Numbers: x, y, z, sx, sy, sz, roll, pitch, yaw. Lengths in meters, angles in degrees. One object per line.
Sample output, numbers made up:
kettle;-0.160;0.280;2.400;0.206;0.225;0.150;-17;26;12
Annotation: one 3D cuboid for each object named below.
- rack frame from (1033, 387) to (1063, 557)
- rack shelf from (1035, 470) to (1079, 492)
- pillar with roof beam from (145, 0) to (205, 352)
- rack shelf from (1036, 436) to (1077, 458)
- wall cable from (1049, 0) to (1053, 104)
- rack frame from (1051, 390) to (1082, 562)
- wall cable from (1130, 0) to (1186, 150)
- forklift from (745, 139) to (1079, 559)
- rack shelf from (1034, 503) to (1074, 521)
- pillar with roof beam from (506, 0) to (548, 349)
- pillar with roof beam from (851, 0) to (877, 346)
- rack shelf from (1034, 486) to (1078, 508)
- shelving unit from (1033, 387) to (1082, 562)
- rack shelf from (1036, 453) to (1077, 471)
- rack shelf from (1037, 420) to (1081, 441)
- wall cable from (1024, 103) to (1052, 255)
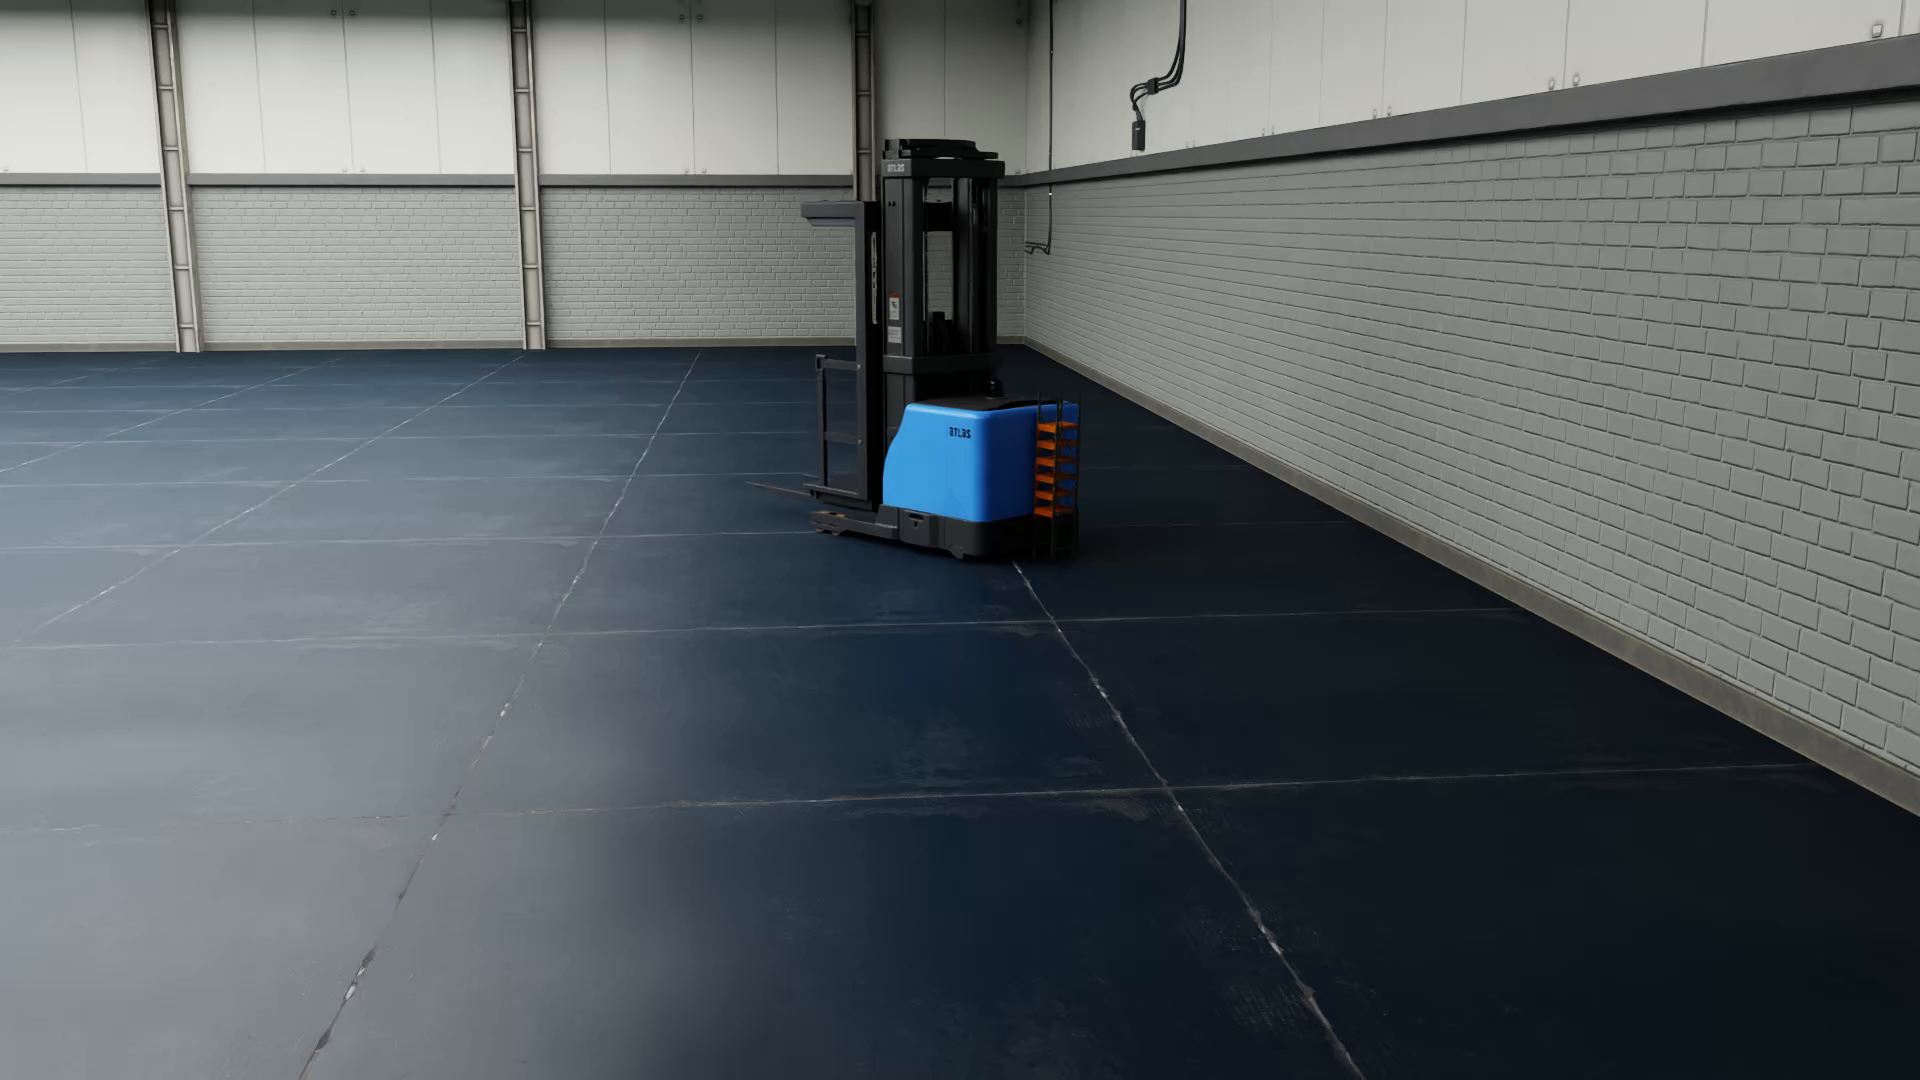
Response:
rack frame;0.624;-0.481;11.818;0.240;1.200;0.006;-10;17;-41
rack shelf;0.685;-0.421;11.762;0.258;0.103;0.180;-10;17;-41
pillar with roof beam;-13.208;-6.942;24.500;0.400;9.000;9.100;-1;11;-6
rack shelf;0.691;-0.655;11.709;0.258;0.103;0.180;-10;17;-41
wall cable;1.620;-8.261;26.167;0.112;2.526;3.097;-1;11;-6
rack frame;0.747;-0.448;11.686;0.240;1.200;0.006;-10;17;-41
wall cable;2.338;-7.673;19.403;0.169;6.003;2.305;-1;11;-6
forklift;-0.505;-1.529;12.694;1.130;2.935;3.031;-10;15;-42
rack shelf;0.678;-0.187;11.815;0.258;0.103;0.180;-10;17;-41
pillar with roof beam;-7.243;-7.067;25.136;0.548;9.000;9.100;-1;11;-6
pillar with roof beam;-1.278;-7.192;25.772;0.548;9.000;9.100;-1;11;-6
rack shelf;0.681;-0.304;11.788;0.258;0.103;0.180;-10;17;-41
shelving unit;0.686;-0.464;11.752;0.258;1.200;0.189;-10;17;-41
rack shelf;0.688;-0.538;11.735;0.258;0.103;0.180;-10;17;-41
rack shelf;0.694;-0.772;11.682;0.258;0.103;0.180;-10;17;-41
wall cable;1.328;-6.302;29.293;0.112;2.526;3.097;-1;11;-6
